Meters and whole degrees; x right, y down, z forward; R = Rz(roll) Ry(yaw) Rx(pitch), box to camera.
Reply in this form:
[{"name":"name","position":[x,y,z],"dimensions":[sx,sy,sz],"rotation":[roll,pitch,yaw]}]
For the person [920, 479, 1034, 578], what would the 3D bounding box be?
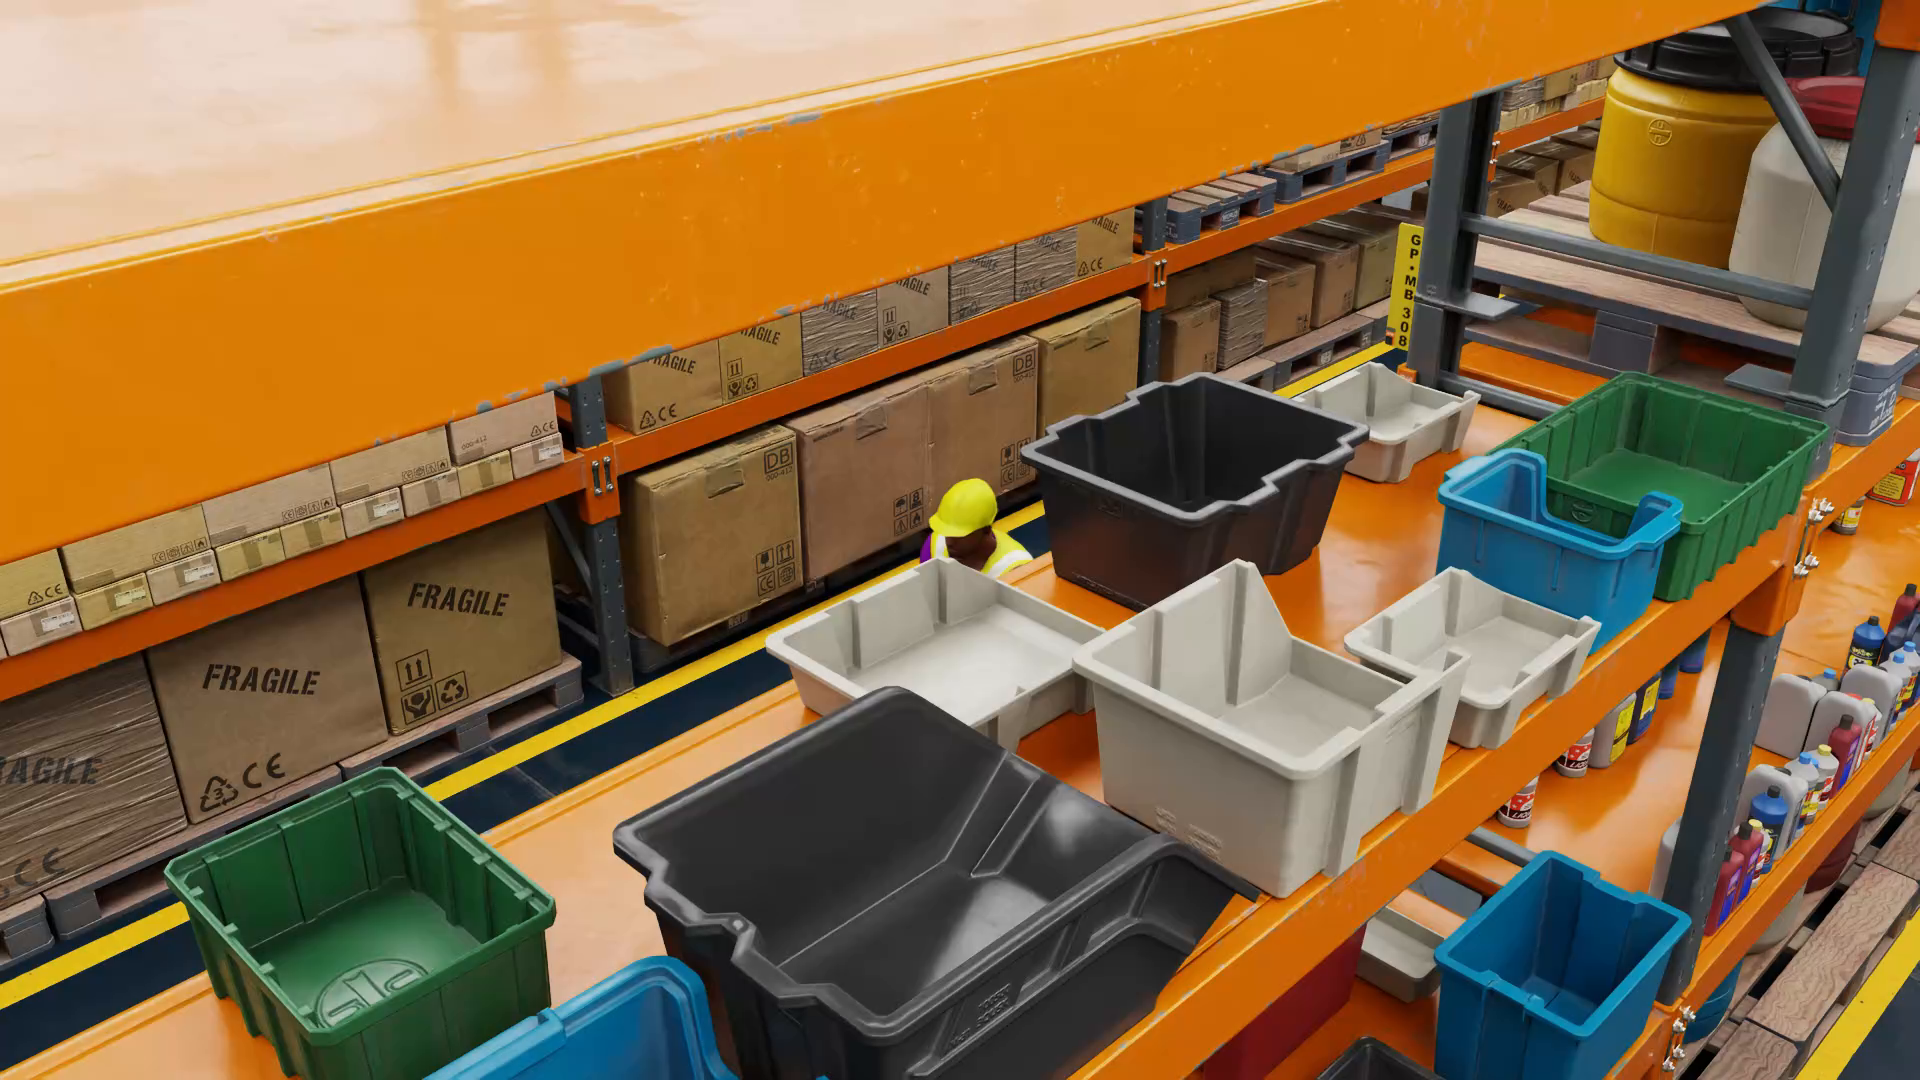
[{"name":"person","position":[0.049,0.534,6.580],"dimensions":[0.629,1.759,0.460],"rotation":[22,35,36]}]
